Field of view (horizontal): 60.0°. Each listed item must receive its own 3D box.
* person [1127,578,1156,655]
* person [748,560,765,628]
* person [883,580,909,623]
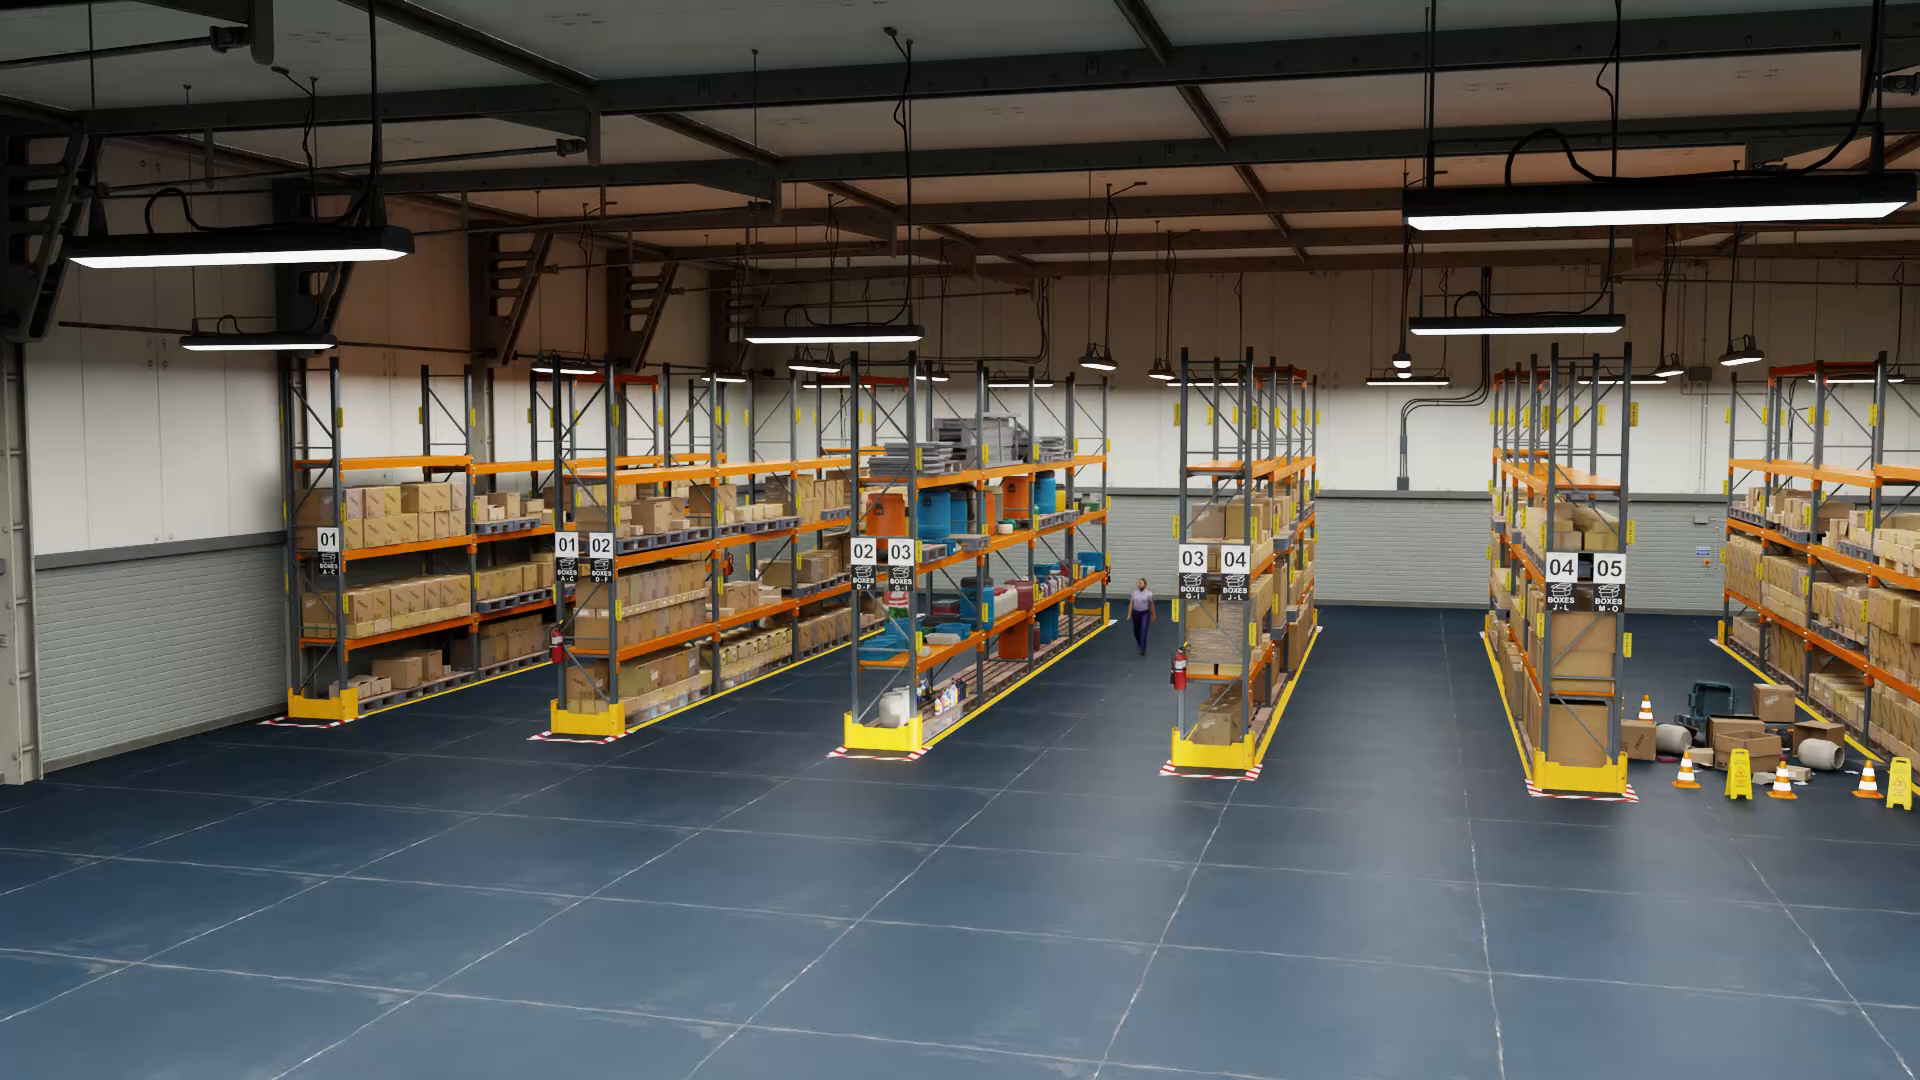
[{"bbox_3d":[3.866,1.613,35.294,0.591,1.609,0.927,2,4,20],"label":"person"},{"bbox_3d":[-4.598,1.319,38.086,0.545,1.728,1.048,1,4,14],"label":"person"},{"bbox_3d":[-1.281,1.368,33.811,0.624,1.732,1.040,1,4,13],"label":"person"}]
